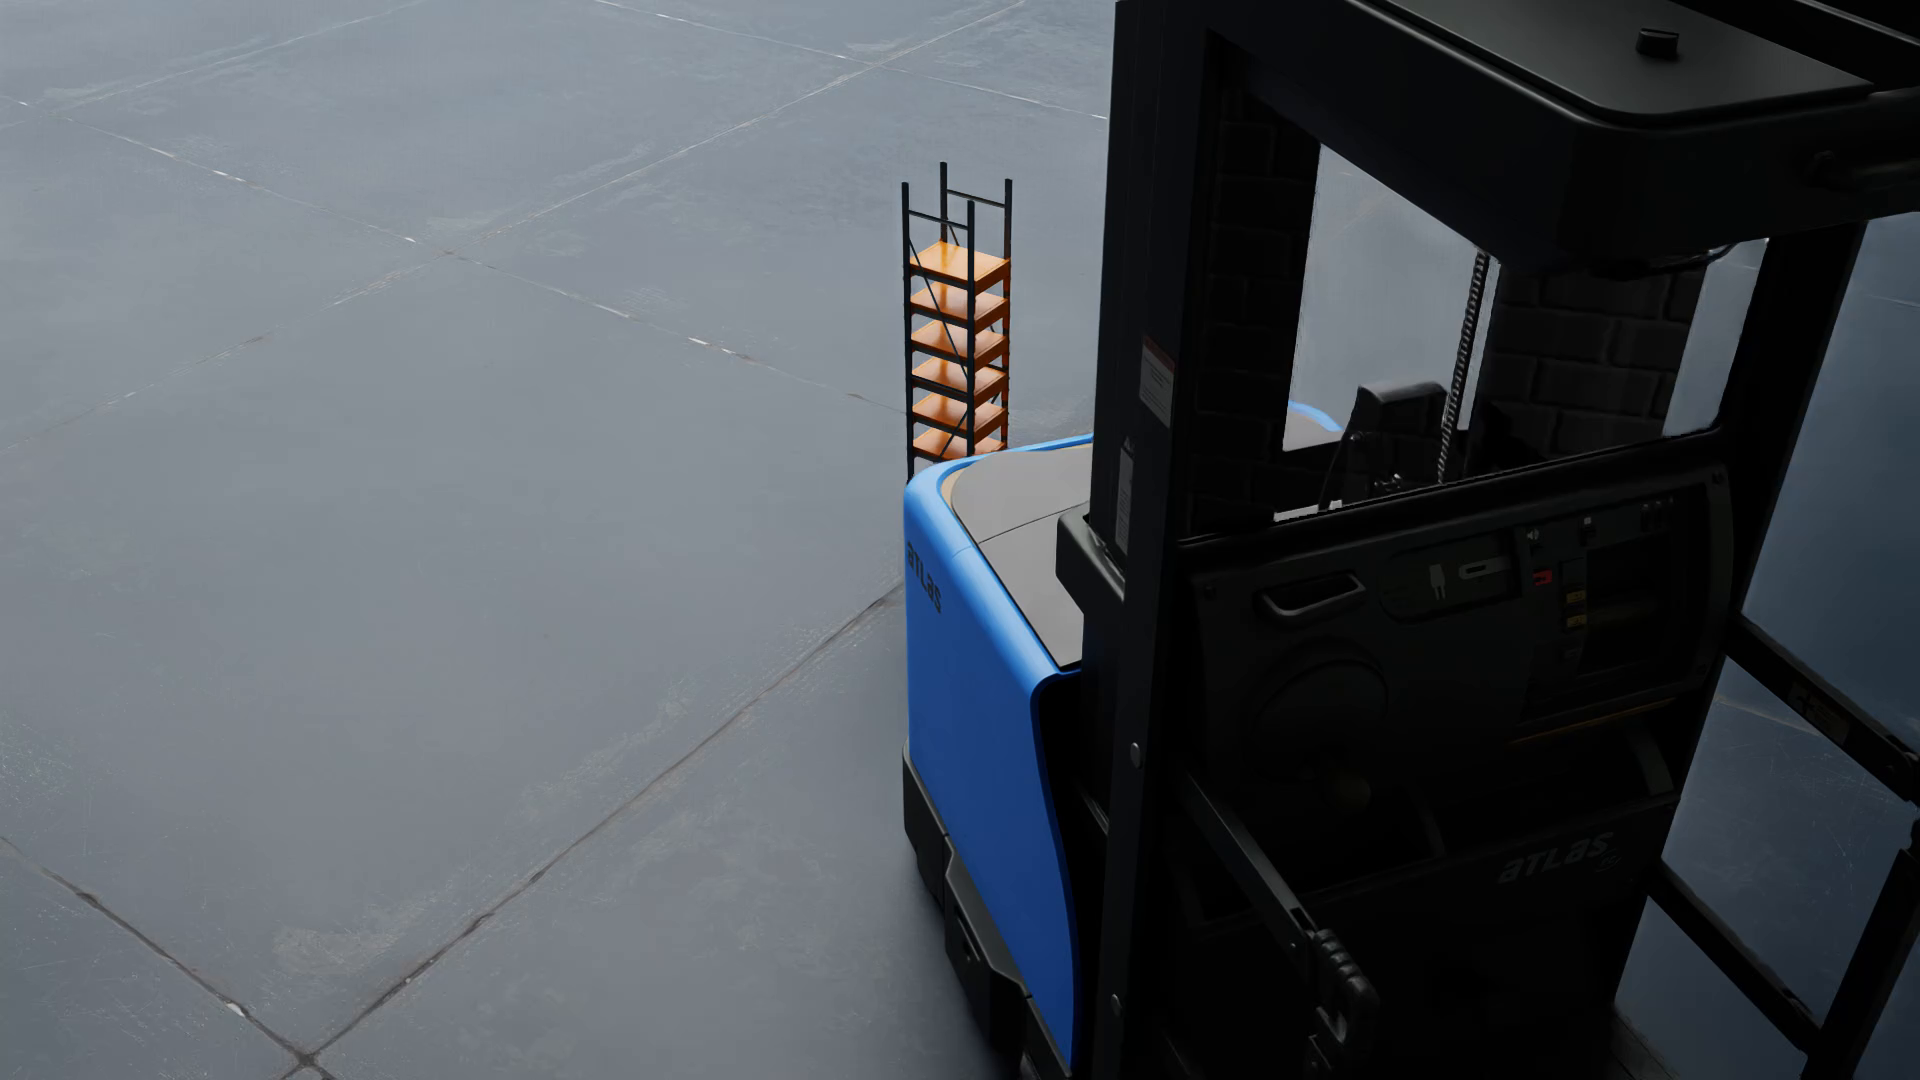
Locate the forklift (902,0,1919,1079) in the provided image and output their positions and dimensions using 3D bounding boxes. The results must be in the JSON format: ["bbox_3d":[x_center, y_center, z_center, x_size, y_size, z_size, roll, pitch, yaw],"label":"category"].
[{"bbox_3d":[0.848,0.201,2.337,1.130,2.935,3.031,-12,36,-17],"label":"forklift"}]

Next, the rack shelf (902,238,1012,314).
[{"bbox_3d":[-0.008,-0.752,4.727,0.258,0.103,0.180,21,39,28],"label":"rack shelf"}]

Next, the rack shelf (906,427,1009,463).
[{"bbox_3d":[-0.008,-0.255,5.063,0.258,0.103,0.180,21,39,28],"label":"rack shelf"}]

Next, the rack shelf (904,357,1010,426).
[{"bbox_3d":[-0.008,-0.454,4.929,0.258,0.103,0.180,21,39,28],"label":"rack shelf"}]

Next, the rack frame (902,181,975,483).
[{"bbox_3d":[-0.060,-0.448,4.842,0.240,1.200,0.006,21,39,28],"label":"rack frame"}]

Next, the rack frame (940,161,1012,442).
[{"bbox_3d":[0.044,-0.532,4.966,0.240,1.200,0.006,21,39,28],"label":"rack frame"}]

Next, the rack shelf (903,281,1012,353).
[{"bbox_3d":[-0.008,-0.652,4.794,0.258,0.103,0.180,21,39,28],"label":"rack shelf"}]

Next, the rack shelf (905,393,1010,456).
[{"bbox_3d":[-0.008,-0.354,4.996,0.258,0.103,0.180,21,39,28],"label":"rack shelf"}]

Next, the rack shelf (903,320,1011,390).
[{"bbox_3d":[-0.008,-0.553,4.862,0.258,0.103,0.180,21,39,28],"label":"rack shelf"}]

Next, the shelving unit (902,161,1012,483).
[{"bbox_3d":[-0.008,-0.490,4.904,0.258,1.200,0.189,21,39,28],"label":"shelving unit"}]
